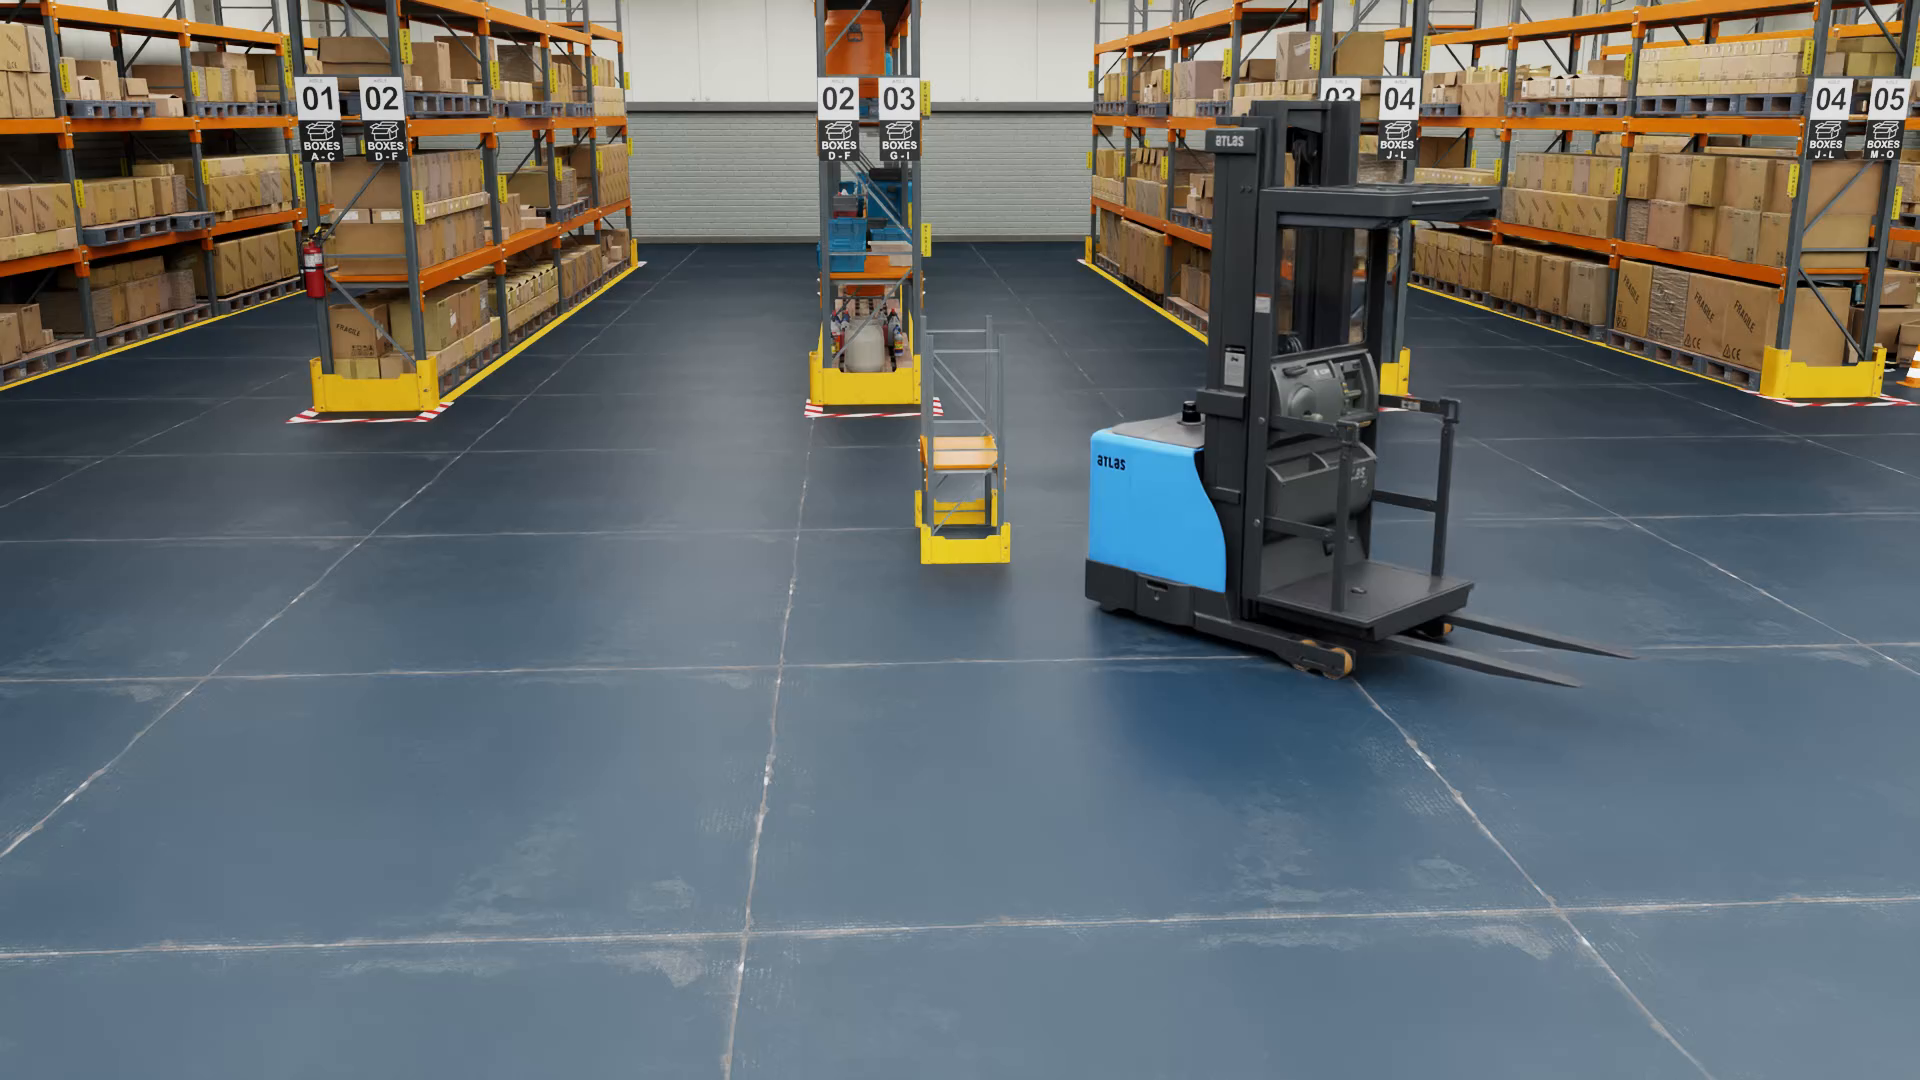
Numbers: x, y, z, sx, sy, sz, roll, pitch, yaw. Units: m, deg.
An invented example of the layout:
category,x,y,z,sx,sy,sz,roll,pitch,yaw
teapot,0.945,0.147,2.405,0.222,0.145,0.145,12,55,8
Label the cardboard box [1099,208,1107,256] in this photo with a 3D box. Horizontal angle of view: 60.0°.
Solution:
category,x,y,z,sx,sy,sz,roll,pitch,yaw
cardboard box,3.184,-5.924,31.954,0.875,0.875,0.875,-1,14,-3

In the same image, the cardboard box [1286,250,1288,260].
category,x,y,z,sx,sy,sz,roll,pitch,yaw
cardboard box,3.776,-3.124,18.151,0.380,0.149,0.250,-1,14,-3

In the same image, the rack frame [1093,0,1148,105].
category,x,y,z,sx,sy,sz,roll,pitch,yaw
rack frame,3.064,-9.813,31.608,1.000,3.000,0.127,-1,14,-3

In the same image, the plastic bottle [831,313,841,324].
category,x,y,z,sx,sy,sz,roll,pitch,yaw
plastic bottle,-1.488,-2.523,19.747,0.144,0.351,0.185,-1,15,-6

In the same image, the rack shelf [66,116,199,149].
category,x,y,z,sx,sy,sz,roll,pitch,yaw
rack shelf,-11.148,-5.296,21.514,1.077,0.370,4.000,-1,14,-3

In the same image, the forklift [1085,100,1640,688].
category,x,y,z,sx,sy,sz,roll,pitch,yaw
forklift,2.131,-0.834,8.886,1.130,2.935,3.031,-14,20,-42

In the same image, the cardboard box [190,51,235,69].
category,x,y,z,sx,sy,sz,roll,pitch,yaw
cardboard box,-11.547,-7.403,25.672,0.500,0.250,0.500,-1,14,-5

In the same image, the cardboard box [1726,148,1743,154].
category,x,y,z,sx,sy,sz,roll,pitch,yaw
cardboard box,13.031,-6.234,27.529,0.500,0.500,0.500,-1,14,-5

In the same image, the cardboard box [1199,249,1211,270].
category,x,y,z,sx,sy,sz,roll,pitch,yaw
cardboard box,3.674,-3.986,23.628,0.500,0.250,0.500,1,14,3

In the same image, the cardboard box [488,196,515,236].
category,x,y,z,sx,sy,sz,roll,pitch,yaw
cardboard box,-6.175,-4.267,21.890,0.500,0.500,0.500,-1,14,-3

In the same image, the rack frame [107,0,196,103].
category,x,y,z,sx,sy,sz,roll,pitch,yaw
rack frame,-11.272,-7.594,22.983,1.000,3.000,0.127,-1,14,-3

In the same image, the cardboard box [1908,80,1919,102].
category,x,y,z,sx,sy,sz,roll,pitch,yaw
cardboard box,13.574,-6.195,23.358,0.797,0.503,0.637,-1,14,-3

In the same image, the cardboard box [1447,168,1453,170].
category,x,y,z,sx,sy,sz,roll,pitch,yaw
cardboard box,8.488,-6.238,28.217,0.380,0.149,0.250,0,14,-1

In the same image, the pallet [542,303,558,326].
category,x,y,z,sx,sy,sz,roll,pitch,yaw
pallet,-6.316,-3.211,23.581,1.003,0.211,1.213,-1,14,-3

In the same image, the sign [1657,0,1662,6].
category,x,y,z,sx,sy,sz,roll,pitch,yaw
sign,13.498,-10.462,32.095,0.100,0.325,0.005,-1,14,-3

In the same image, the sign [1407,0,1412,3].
category,x,y,z,sx,sy,sz,roll,pitch,yaw
sign,8.576,-10.397,31.685,0.100,0.325,0.005,-1,14,-3

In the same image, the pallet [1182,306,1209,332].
category,x,y,z,sx,sy,sz,roll,pitch,yaw
pallet,3.679,-3.071,23.038,1.003,0.211,1.213,-1,14,-3

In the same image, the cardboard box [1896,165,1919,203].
category,x,y,z,sx,sy,sz,roll,pitch,yaw
cardboard box,13.350,-4.966,23.166,0.500,0.500,0.500,-1,14,-6

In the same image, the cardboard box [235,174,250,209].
category,x,y,z,sx,sy,sz,roll,pitch,yaw
cardboard box,-11.099,-5.270,25.150,0.500,0.500,0.500,-1,14,-4

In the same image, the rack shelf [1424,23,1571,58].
category,x,y,z,sx,sy,sz,roll,pitch,yaw
rack shelf,8.393,-7.831,26.148,1.077,0.370,4.000,-1,14,-3

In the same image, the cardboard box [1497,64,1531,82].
category,x,y,z,sx,sy,sz,roll,pitch,yaw
cardboard box,8.232,-6.938,24.716,0.396,0.266,0.258,-1,14,-3

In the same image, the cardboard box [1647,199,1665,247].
category,x,y,z,sx,sy,sz,roll,pitch,yaw
cardboard box,8.856,-3.820,20.051,0.875,0.550,0.550,-1,14,-3

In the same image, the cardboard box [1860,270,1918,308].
category,x,y,z,sx,sy,sz,roll,pitch,yaw
cardboard box,11.924,-3.198,21.432,0.500,0.500,0.500,-1,14,-3

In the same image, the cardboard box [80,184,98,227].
category,x,y,z,sx,sy,sz,roll,pitch,yaw
cardboard box,-11.021,-4.083,20.291,0.700,0.500,0.500,-1,14,-3

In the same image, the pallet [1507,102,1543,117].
category,x,y,z,sx,sy,sz,roll,pitch,yaw
pallet,8.609,-6.172,23.853,1.213,0.211,1.003,0,14,-1

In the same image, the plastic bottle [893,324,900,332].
category,x,y,z,sx,sy,sz,roll,pitch,yaw
plastic bottle,-0.729,-2.360,19.273,0.097,0.271,0.097,0,14,0

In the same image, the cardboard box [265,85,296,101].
category,x,y,z,sx,sy,sz,roll,pitch,yaw
cardboard box,-11.299,-7.492,27.861,0.500,0.250,0.500,-1,14,-4

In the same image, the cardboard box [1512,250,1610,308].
category,x,y,z,sx,sy,sz,roll,pitch,yaw
cardboard box,8.522,-3.714,23.612,1.050,0.750,0.750,-1,14,-3

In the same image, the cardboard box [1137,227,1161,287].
category,x,y,z,sx,sy,sz,roll,pitch,yaw
cardboard box,3.490,-4.487,26.365,1.225,0.875,0.875,-1,14,-3

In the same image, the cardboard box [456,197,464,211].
category,x,y,z,sx,sy,sz,roll,pitch,yaw
cardboard box,-5.772,-3.754,18.595,0.380,0.149,0.250,0,14,-2

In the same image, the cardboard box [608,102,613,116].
category,x,y,z,sx,sy,sz,roll,pitch,yaw
cardboard box,-6.449,-7.639,29.478,0.500,0.250,0.500,-1,14,-3

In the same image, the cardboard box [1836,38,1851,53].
category,x,y,z,sx,sy,sz,roll,pitch,yaw
cardboard box,9.295,-5.100,17.167,0.380,0.149,0.250,-1,14,-3

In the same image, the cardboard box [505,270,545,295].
category,x,y,z,sx,sy,sz,roll,pitch,yaw
cardboard box,-5.982,-3.529,22.771,0.500,0.311,0.500,-1,14,-4

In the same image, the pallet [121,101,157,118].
category,x,y,z,sx,sy,sz,roll,pitch,yaw
pallet,-11.023,-5.469,21.120,1.213,0.211,1.003,-1,14,-3

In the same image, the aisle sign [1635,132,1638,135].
category,x,y,z,sx,sy,sz,roll,pitch,yaw
aisle sign,13.260,-8.343,32.714,0.394,0.787,0.004,-1,14,-3

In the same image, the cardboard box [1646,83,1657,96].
category,x,y,z,sx,sy,sz,roll,pitch,yaw
cardboard box,8.466,-5.398,19.926,0.380,0.149,0.250,-1,14,-3

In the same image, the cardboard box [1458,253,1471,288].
category,x,y,z,sx,sy,sz,roll,pitch,yaw
cardboard box,8.186,-4.251,26.204,0.500,0.500,0.500,0,14,-1

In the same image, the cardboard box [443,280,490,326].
category,x,y,z,sx,sy,sz,roll,pitch,yaw
cardboard box,-5.814,-2.770,19.443,0.500,0.500,0.500,-1,14,-3

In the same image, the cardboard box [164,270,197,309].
category,x,y,z,sx,sy,sz,roll,pitch,yaw
cardboard box,-11.175,-3.513,23.295,0.700,0.500,0.500,-1,14,-3

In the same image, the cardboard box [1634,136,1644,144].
category,x,y,z,sx,sy,sz,roll,pitch,yaw
cardboard box,12.755,-7.429,30.871,0.380,0.149,0.250,-1,14,-5

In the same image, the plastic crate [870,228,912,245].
category,x,y,z,sx,sy,sz,roll,pitch,yaw
plastic crate,-0.796,-3.504,19.424,0.499,0.251,0.616,-1,14,-3

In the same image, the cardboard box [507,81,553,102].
category,x,y,z,sx,sy,sz,roll,pitch,yaw
cardboard box,-6.388,-6.376,24.065,0.910,0.500,0.500,-1,14,-3

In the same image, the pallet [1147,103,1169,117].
category,x,y,z,sx,sy,sz,roll,pitch,yaw
pallet,3.467,-6.439,24.891,1.213,0.211,1.003,0,14,-1

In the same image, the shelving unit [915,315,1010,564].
category,x,y,z,sx,sy,sz,roll,pitch,yaw
shelving unit,0.005,-0.707,11.266,0.587,1.500,1.083,-1,14,-3

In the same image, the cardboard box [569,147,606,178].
category,x,y,z,sx,sy,sz,roll,pitch,yaw
cardboard box,-6.324,-6.415,28.233,0.500,0.500,0.500,-1,14,-2

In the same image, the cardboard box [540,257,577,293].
category,x,y,z,sx,sy,sz,roll,pitch,yaw
cardboard box,-6.109,-4.017,25.251,0.500,0.500,0.500,-1,14,-5

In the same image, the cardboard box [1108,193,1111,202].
category,x,y,z,sx,sy,sz,roll,pitch,yaw
cardboard box,2.886,-6.182,30.037,0.380,0.149,0.250,-1,14,-4

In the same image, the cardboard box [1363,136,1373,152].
category,x,y,z,sx,sy,sz,roll,pitch,yaw
cardboard box,7.831,-7.265,30.940,0.500,0.500,0.500,-1,14,-5

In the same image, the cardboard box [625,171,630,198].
category,x,y,z,sx,sy,sz,roll,pitch,yaw
cardboard box,-6.524,-6.697,31.335,0.500,0.500,0.500,0,14,-2

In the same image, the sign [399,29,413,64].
category,x,y,z,sx,sy,sz,roll,pitch,yaw
sign,-5.278,-4.698,15.834,0.100,0.325,0.005,-1,14,-3

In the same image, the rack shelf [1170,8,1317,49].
category,x,y,z,sx,sy,sz,roll,pitch,yaw
rack shelf,3.684,-6.784,22.081,1.077,0.370,4.000,-1,14,-3

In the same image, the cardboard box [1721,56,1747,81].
category,x,y,z,sx,sy,sz,roll,pitch,yaw
cardboard box,8.643,-5.123,18.058,0.500,0.250,0.500,-1,14,-4

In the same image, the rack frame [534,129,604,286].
category,x,y,z,sx,sy,sz,roll,pitch,yaw
rack frame,-6.575,-5.761,27.898,1.000,3.000,0.127,-1,14,-3

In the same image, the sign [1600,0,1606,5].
category,x,y,z,sx,sy,sz,roll,pitch,yaw
sign,12.401,-10.488,32.039,0.100,0.325,0.005,-1,14,-3

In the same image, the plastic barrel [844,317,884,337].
category,x,y,z,sx,sy,sz,roll,pitch,yaw
plastic barrel,-1.036,-2.138,17.966,0.421,0.512,0.421,0,14,0

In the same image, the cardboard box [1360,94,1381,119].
category,x,y,z,sx,sy,sz,roll,pitch,yaw
cardboard box,4.284,-4.433,17.016,0.500,0.250,0.500,0,14,-2

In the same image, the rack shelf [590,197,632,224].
category,x,y,z,sx,sy,sz,roll,pitch,yaw
rack shelf,-6.699,-5.910,29.921,1.077,0.370,4.000,-1,14,-3
